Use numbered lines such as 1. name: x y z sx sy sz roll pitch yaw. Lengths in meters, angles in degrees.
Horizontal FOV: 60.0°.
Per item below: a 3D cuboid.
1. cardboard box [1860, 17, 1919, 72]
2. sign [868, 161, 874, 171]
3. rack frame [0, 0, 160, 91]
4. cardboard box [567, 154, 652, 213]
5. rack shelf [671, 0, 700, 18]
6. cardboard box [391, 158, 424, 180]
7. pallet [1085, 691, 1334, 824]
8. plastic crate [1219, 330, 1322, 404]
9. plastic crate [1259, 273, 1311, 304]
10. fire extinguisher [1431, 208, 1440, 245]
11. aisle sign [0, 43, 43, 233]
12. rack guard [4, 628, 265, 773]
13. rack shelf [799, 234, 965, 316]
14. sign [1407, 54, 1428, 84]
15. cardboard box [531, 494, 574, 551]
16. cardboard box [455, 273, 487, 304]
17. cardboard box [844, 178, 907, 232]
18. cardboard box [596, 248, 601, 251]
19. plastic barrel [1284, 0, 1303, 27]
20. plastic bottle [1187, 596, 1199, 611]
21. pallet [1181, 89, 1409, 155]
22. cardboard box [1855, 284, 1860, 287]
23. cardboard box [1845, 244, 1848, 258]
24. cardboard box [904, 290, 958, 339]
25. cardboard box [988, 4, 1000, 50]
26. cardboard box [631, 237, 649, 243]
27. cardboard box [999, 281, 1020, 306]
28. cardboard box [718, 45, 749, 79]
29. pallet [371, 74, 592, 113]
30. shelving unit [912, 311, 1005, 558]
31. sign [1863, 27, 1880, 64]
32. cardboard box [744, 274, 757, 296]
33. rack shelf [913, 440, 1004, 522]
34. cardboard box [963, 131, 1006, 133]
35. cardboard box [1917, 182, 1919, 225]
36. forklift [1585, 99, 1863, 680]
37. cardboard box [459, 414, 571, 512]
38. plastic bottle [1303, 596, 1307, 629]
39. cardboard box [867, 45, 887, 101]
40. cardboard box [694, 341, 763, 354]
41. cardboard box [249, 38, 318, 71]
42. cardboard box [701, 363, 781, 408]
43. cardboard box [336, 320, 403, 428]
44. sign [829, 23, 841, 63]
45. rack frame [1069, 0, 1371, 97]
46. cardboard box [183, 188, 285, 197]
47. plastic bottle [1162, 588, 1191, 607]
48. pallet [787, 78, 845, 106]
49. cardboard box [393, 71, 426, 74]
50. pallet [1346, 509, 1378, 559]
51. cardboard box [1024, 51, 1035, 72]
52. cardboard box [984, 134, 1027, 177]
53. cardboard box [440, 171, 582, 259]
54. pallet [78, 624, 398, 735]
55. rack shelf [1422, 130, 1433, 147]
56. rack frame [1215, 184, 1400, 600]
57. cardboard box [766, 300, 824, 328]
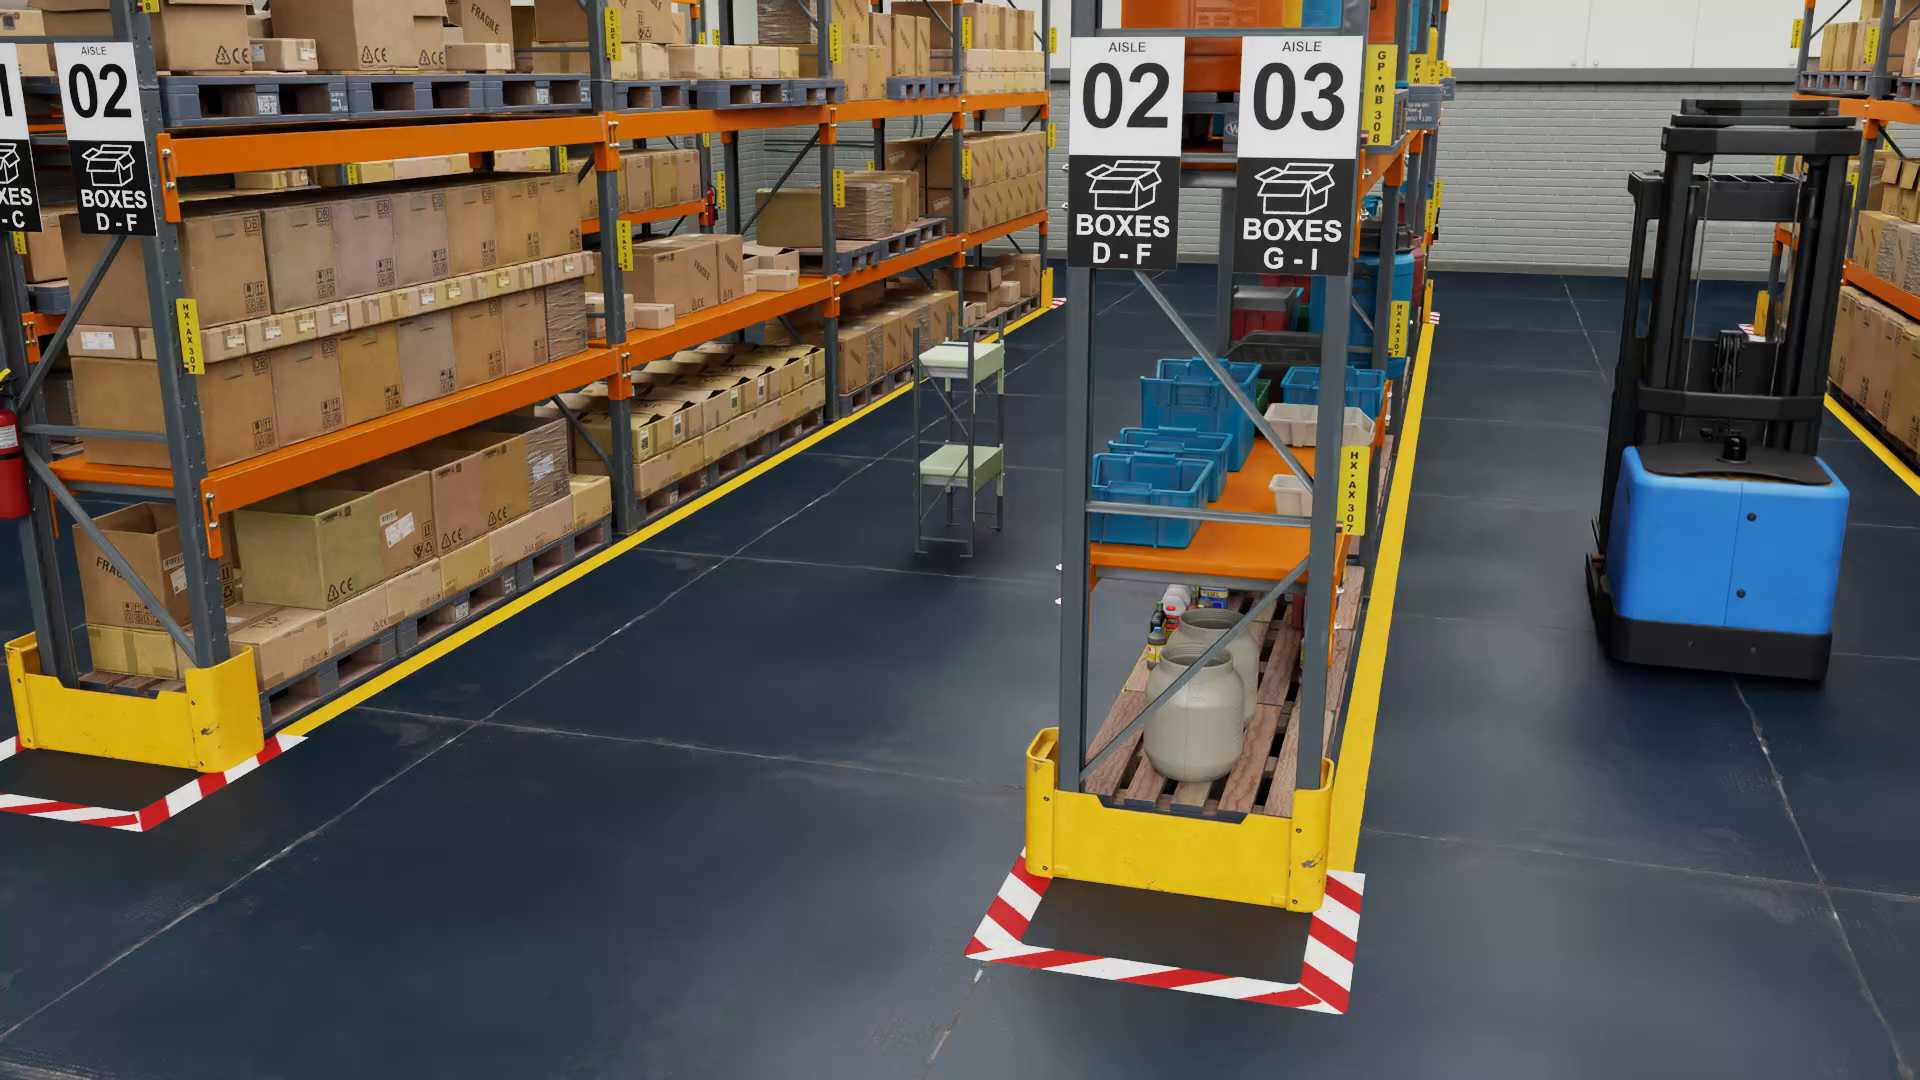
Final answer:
1. cardboard box: 9.203 -4.794 16.100 0.700 0.500 0.500 4 16 13
2. sign: -0.982 -4.069 18.590 0.100 0.325 0.005 5 16 16
3. rack frame: -3.869 -3.359 6.680 1.000 3.000 0.127 5 16 16
4. cardboard box: -4.630 -4.662 21.719 0.980 0.700 0.700 4 16 13
5. rack shelf: -4.641 -6.866 21.097 1.077 0.370 4.000 5 16 16
6. cardboard box: -5.818 -3.750 16.913 0.500 0.250 0.500 4 16 15
7. pallet: 1.091 1.018 7.352 1.003 0.211 1.213 5 16 16
8. plastic crate: 1.745 -0.977 9.391 0.767 0.338 0.504 5 16 16
9. plastic crate: 2.400 -1.812 12.104 0.402 0.464 0.583 5 16 16
10. fire extinguisher: 5.904 -4.061 20.975 0.296 0.674 0.183 5 16 16
11. aisle sign: -4.170 -1.729 7.164 0.394 0.787 0.004 5 16 16
12. rack guard: -3.876 0.736 7.818 1.175 0.500 0.348 5 16 16
13. rack shelf: -1.027 -2.743 16.821 1.077 0.370 4.000 5 16 16
14. sign: 2.540 -2.536 9.259 0.100 0.325 0.005 5 16 16
15. cardboard box: -2.806 -0.130 10.560 0.500 0.250 0.500 5 16 16
16. cardboard box: -2.967 -1.459 9.606 0.380 0.149 0.250 5 17 17
17. cardboard box: -0.902 -3.395 16.850 0.700 0.500 0.500 1 16 2
18. cardboard box: -4.478 -3.707 21.523 0.380 0.149 0.250 4 16 14
19. plastic barrel: 1.081 -2.131 6.735 0.600 0.588 0.600 0 16 0
20. plastic bottle: 1.181 0.437 8.462 0.061 0.283 0.133 5 16 16
21. pallet: 1.208 -1.649 6.494 1.003 0.211 1.213 5 16 16
22. cardboard box: 9.302 -2.189 16.675 0.875 0.875 0.875 5 16 16
23. cardboard box: 8.810 -2.827 16.260 0.380 0.149 0.250 5 17 16
24. cardboard box: -0.325 -2.470 18.315 0.500 0.500 0.500 5 16 16
25. cardboard box: 0.057 -5.966 19.352 0.700 0.500 0.500 5 16 16
26. cardboard box: -4.475 -4.078 22.832 0.380 0.149 0.250 5 16 16
27. cardboard box: 0.461 -3.140 21.135 0.500 0.250 0.500 5 16 16
28. cardboard box: -1.976 -3.728 12.985 0.500 0.250 0.500 4 16 15
29. pallet: -2.950 -2.694 9.997 1.003 0.211 1.213 5 16 16
30. shelving unit: -0.002 -0.720 11.119 0.431 1.500 0.755 5 16 16
31. sign: 8.505 -4.615 15.515 0.100 0.325 0.005 5 16 16
32. cardboard box: -1.904 -2.107 13.720 0.380 0.149 0.250 6 17 20
33. rack shelf: -0.002 -0.406 11.208 0.431 0.370 0.720 5 16 16
34. cardboard box: 0.299 -5.092 21.769 0.500 0.500 0.500 5 17 18
35. cardboard box: 8.496 -2.863 13.906 0.797 0.503 0.637 5 17 18
36. forklift: 4.393 -1.052 9.668 1.130 2.935 3.031 5 17 16
37. cardboard box: -2.808 -0.491 10.458 0.500 0.500 0.500 5 16 16
38. plastic bottle: 1.913 0.332 8.845 0.152 0.276 0.135 5 17 17
39. cardboard box: -1.211 -4.443 15.816 0.910 0.500 0.500 5 16 16
40. cardboard box: -2.026 -1.600 14.716 0.500 0.311 0.500 5 17 18
41. cardboard box: -3.366 -2.358 8.084 0.380 0.149 0.250 5 16 16
42. cardboard box: -1.796 -1.290 13.623 0.500 0.311 0.500 5 16 16
43. cardboard box: -3.433 -0.909 8.854 0.700 0.500 0.500 5 17 16
44. sign: -1.066 -4.250 14.228 0.100 0.325 0.005 5 16 16
45. rack frame: 0.879 -2.974 5.322 1.000 3.000 0.127 5 16 16
46. cardboard box: -6.603 -2.936 15.196 0.700 0.500 0.500 3 16 11
47. plastic bottle: 1.118 0.397 8.619 0.152 0.276 0.135 4 16 14
48. pallet: -1.703 -3.733 13.844 1.213 0.211 1.003 5 17 18
49. cardboard box: -5.994 -5.069 17.218 0.700 0.500 0.500 6 17 19
50. pallet: 2.201 -0.001 10.946 1.003 0.211 1.213 5 16 16
51. cardboard box: 0.634 -5.985 20.795 0.500 0.250 0.500 5 16 16
52. cardboard box: 0.529 -4.782 20.675 0.500 0.500 0.500 5 17 17
53. cardboard box: -2.853 -2.075 10.586 0.700 0.500 0.500 5 17 16
54. pallet: -3.692 0.666 8.596 1.003 0.211 1.213 5 16 16
55. rack shelf: 3.721 -3.801 15.054 1.077 0.370 4.000 5 16 16
56. rack frame: 2.015 -1.134 9.830 1.000 3.000 0.127 5 16 16
57. cardboard box: -1.543 -2.213 16.036 0.500 0.250 0.500 5 17 18
